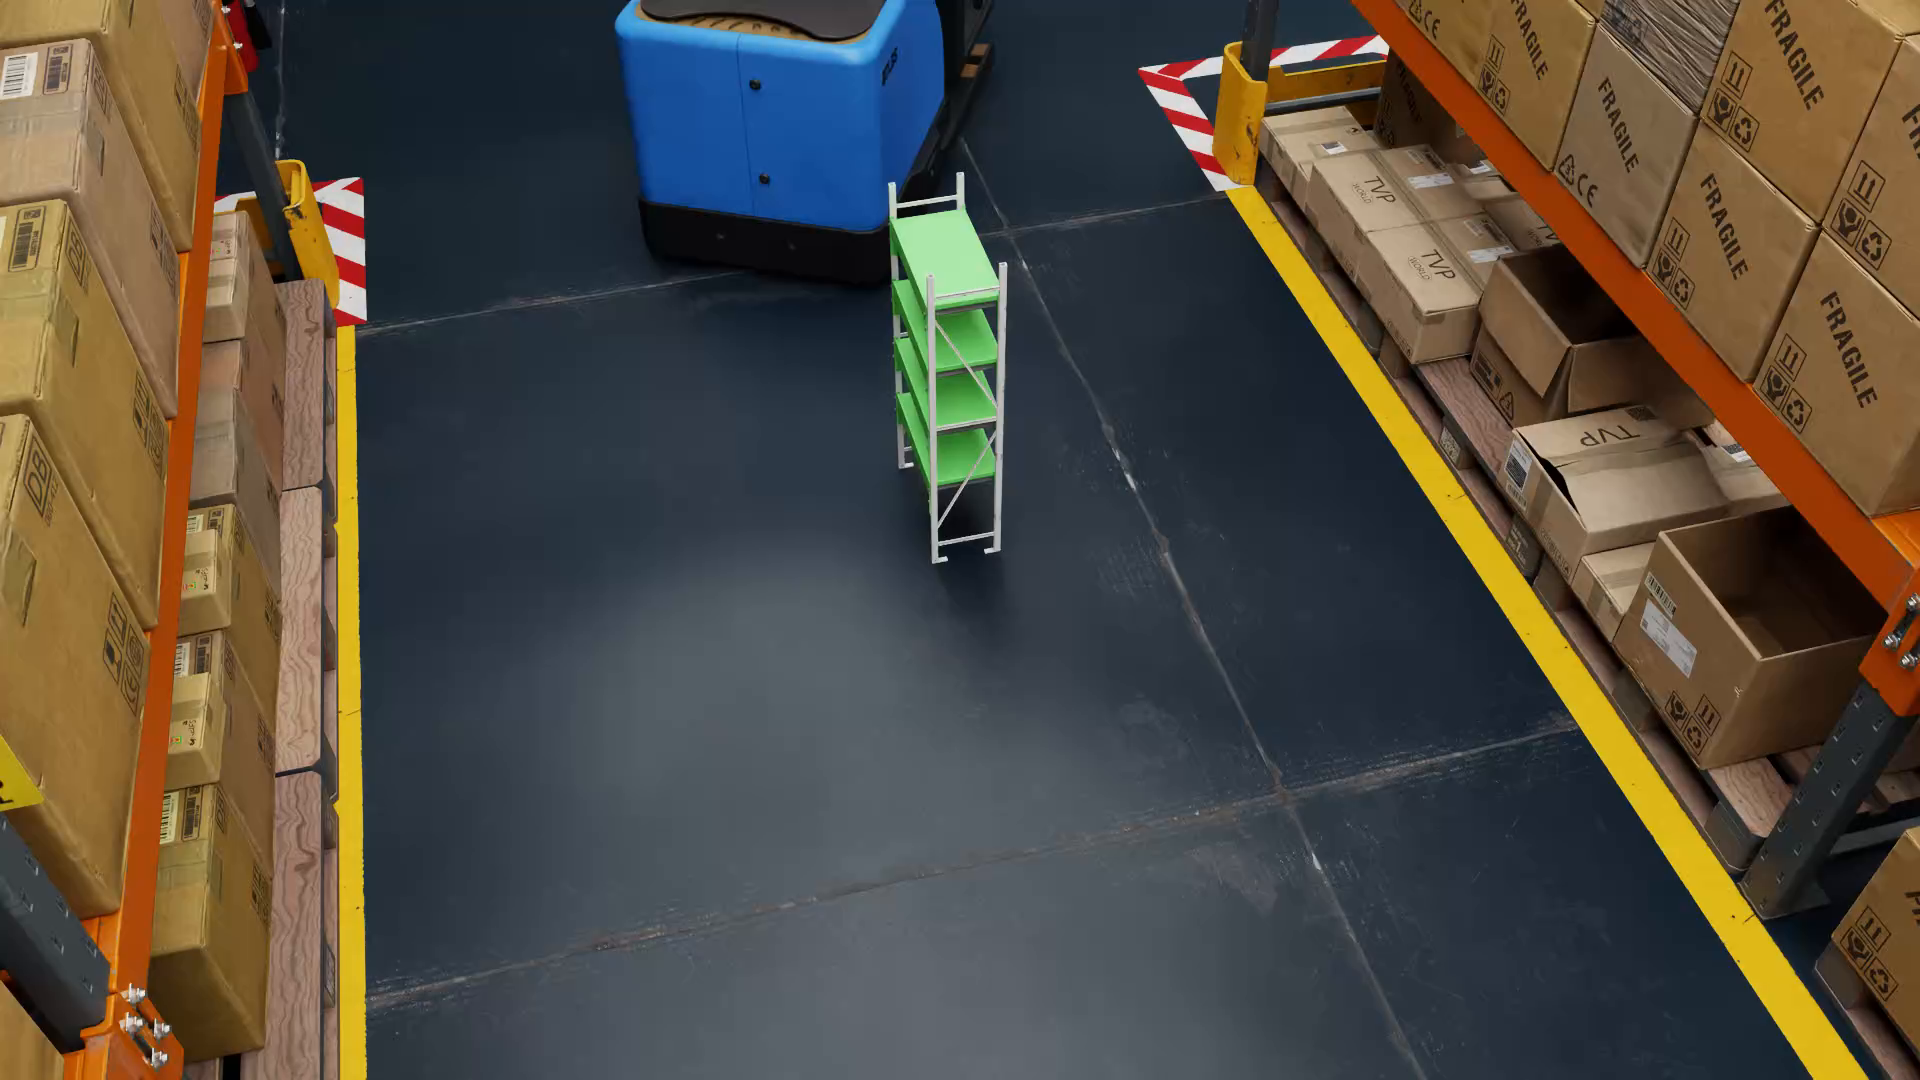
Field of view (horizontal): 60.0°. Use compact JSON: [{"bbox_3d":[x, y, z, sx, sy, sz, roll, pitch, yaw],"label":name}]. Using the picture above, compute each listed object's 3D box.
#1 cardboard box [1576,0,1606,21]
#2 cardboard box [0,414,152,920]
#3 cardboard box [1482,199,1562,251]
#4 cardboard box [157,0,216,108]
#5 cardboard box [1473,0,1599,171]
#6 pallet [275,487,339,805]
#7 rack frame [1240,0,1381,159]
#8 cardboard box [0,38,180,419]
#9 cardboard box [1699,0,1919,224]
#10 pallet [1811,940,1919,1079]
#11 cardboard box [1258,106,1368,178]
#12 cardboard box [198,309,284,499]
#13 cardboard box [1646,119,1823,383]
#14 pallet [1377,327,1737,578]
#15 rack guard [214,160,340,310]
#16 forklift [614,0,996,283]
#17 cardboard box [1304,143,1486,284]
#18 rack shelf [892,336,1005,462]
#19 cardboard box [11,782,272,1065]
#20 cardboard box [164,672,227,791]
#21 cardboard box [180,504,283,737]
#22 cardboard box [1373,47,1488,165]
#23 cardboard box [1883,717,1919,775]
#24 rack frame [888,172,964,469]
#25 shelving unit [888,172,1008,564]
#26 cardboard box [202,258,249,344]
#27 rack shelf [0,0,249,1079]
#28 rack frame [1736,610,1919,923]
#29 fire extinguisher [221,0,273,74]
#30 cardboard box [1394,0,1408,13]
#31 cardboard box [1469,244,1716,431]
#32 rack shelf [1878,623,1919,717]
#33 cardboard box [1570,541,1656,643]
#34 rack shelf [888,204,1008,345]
[{"bbox_3d":[1.958,-1.840,4.683,0.500,0.500,0.500,-11,47,-11],"label":"cardboard box"},{"bbox_3d":[-2.183,0.321,3.125,0.980,0.700,0.700,-10,46,-10],"label":"cardboard box"},{"bbox_3d":[2.295,-1.066,6.312,0.500,0.250,0.500,-11,47,-10],"label":"cardboard box"},{"bbox_3d":[-2.944,-1.712,5.118,0.980,0.700,0.700,-9,46,-9],"label":"cardboard box"},{"bbox_3d":[1.952,-1.499,5.049,0.500,0.500,0.500,-10,46,-10],"label":"cardboard box"},{"bbox_3d":[-2.495,0.397,5.213,1.003,0.211,1.213,-11,47,-10],"label":"pallet"},{"bbox_3d":[1.704,-2.866,6.459,1.000,3.000,0.127,-11,47,-10],"label":"rack frame"},{"bbox_3d":[-2.560,-0.684,4.110,0.980,0.700,0.700,-13,47,-12],"label":"cardboard box"},{"bbox_3d":[2.214,-1.144,4.001,0.500,0.500,0.500,-12,47,-11],"label":"cardboard box"},{"bbox_3d":[2.972,1.426,4.205,1.003,0.211,1.213,-11,47,-10],"label":"pallet"},{"bbox_3d":[1.479,-1.670,6.975,0.380,0.149,0.250,-11,47,-10],"label":"cardboard box"},{"bbox_3d":[-2.680,-0.419,5.517,0.700,0.500,0.500,-11,47,-10],"label":"cardboard box"},{"bbox_3d":[2.218,-0.793,4.357,0.500,0.500,0.500,-10,46,-9],"label":"cardboard box"},{"bbox_3d":[2.237,-0.447,6.040,1.003,0.211,1.213,-11,47,-10],"label":"pallet"},{"bbox_3d":[-3.090,-1.099,6.477,1.175,0.500,0.348,-11,47,-10],"label":"rack guard"},{"bbox_3d":[-0.458,-3.126,6.761,1.130,2.935,3.031,10,46,9],"label":"forklift"},{"bbox_3d":[1.697,-1.285,6.526,0.500,0.250,0.500,-11,47,-10],"label":"cardboard box"},{"bbox_3d":[-0.042,-0.490,5.479,0.258,0.148,0.480,-11,47,-10],"label":"rack shelf"},{"bbox_3d":[-2.152,0.997,4.129,0.700,0.500,0.500,-10,46,-10],"label":"cardboard box"},{"bbox_3d":[-2.064,0.500,4.162,0.380,0.149,0.250,-9,46,-9],"label":"cardboard box"},{"bbox_3d":[-2.407,0.295,4.817,0.700,0.500,0.500,-10,46,-9],"label":"cardboard box"},{"bbox_3d":[2.081,-1.815,6.870,0.500,0.500,0.500,-11,47,-10],"label":"cardboard box"},{"bbox_3d":[2.829,0.353,4.878,0.500,0.311,0.500,-11,47,-10],"label":"cardboard box"},{"bbox_3d":[-0.105,-0.703,5.599,0.240,1.200,0.015,-11,47,-10],"label":"rack frame"},{"bbox_3d":[-0.042,-0.534,5.433,0.258,1.200,0.503,-11,47,-10],"label":"shelving unit"},{"bbox_3d":[-2.533,-0.760,5.397,0.380,0.149,0.250,-10,46,-9],"label":"cardboard box"},{"bbox_3d":[-2.572,-0.325,4.472,1.077,0.370,4.000,-11,47,-10],"label":"rack shelf"},{"bbox_3d":[2.728,-0.104,3.752,1.000,3.000,0.127,-11,47,-10],"label":"rack frame"},{"bbox_3d":[-2.676,-1.989,5.914,0.296,0.674,0.183,-11,47,-10],"label":"fire extinguisher"},{"bbox_3d":[1.700,-2.191,5.727,0.500,0.500,0.500,-11,47,-11],"label":"cardboard box"},{"bbox_3d":[2.242,-0.681,5.757,0.797,0.503,0.637,-11,47,-10],"label":"cardboard box"},{"bbox_3d":[3.240,1.528,2.656,1.077,0.370,4.000,-11,47,-10],"label":"rack shelf"},{"bbox_3d":[2.154,0.150,5.191,0.380,0.149,0.250,-11,47,-10],"label":"cardboard box"},{"bbox_3d":[-0.042,-0.825,5.136,0.258,0.148,0.480,-11,47,-10],"label":"rack shelf"}]
